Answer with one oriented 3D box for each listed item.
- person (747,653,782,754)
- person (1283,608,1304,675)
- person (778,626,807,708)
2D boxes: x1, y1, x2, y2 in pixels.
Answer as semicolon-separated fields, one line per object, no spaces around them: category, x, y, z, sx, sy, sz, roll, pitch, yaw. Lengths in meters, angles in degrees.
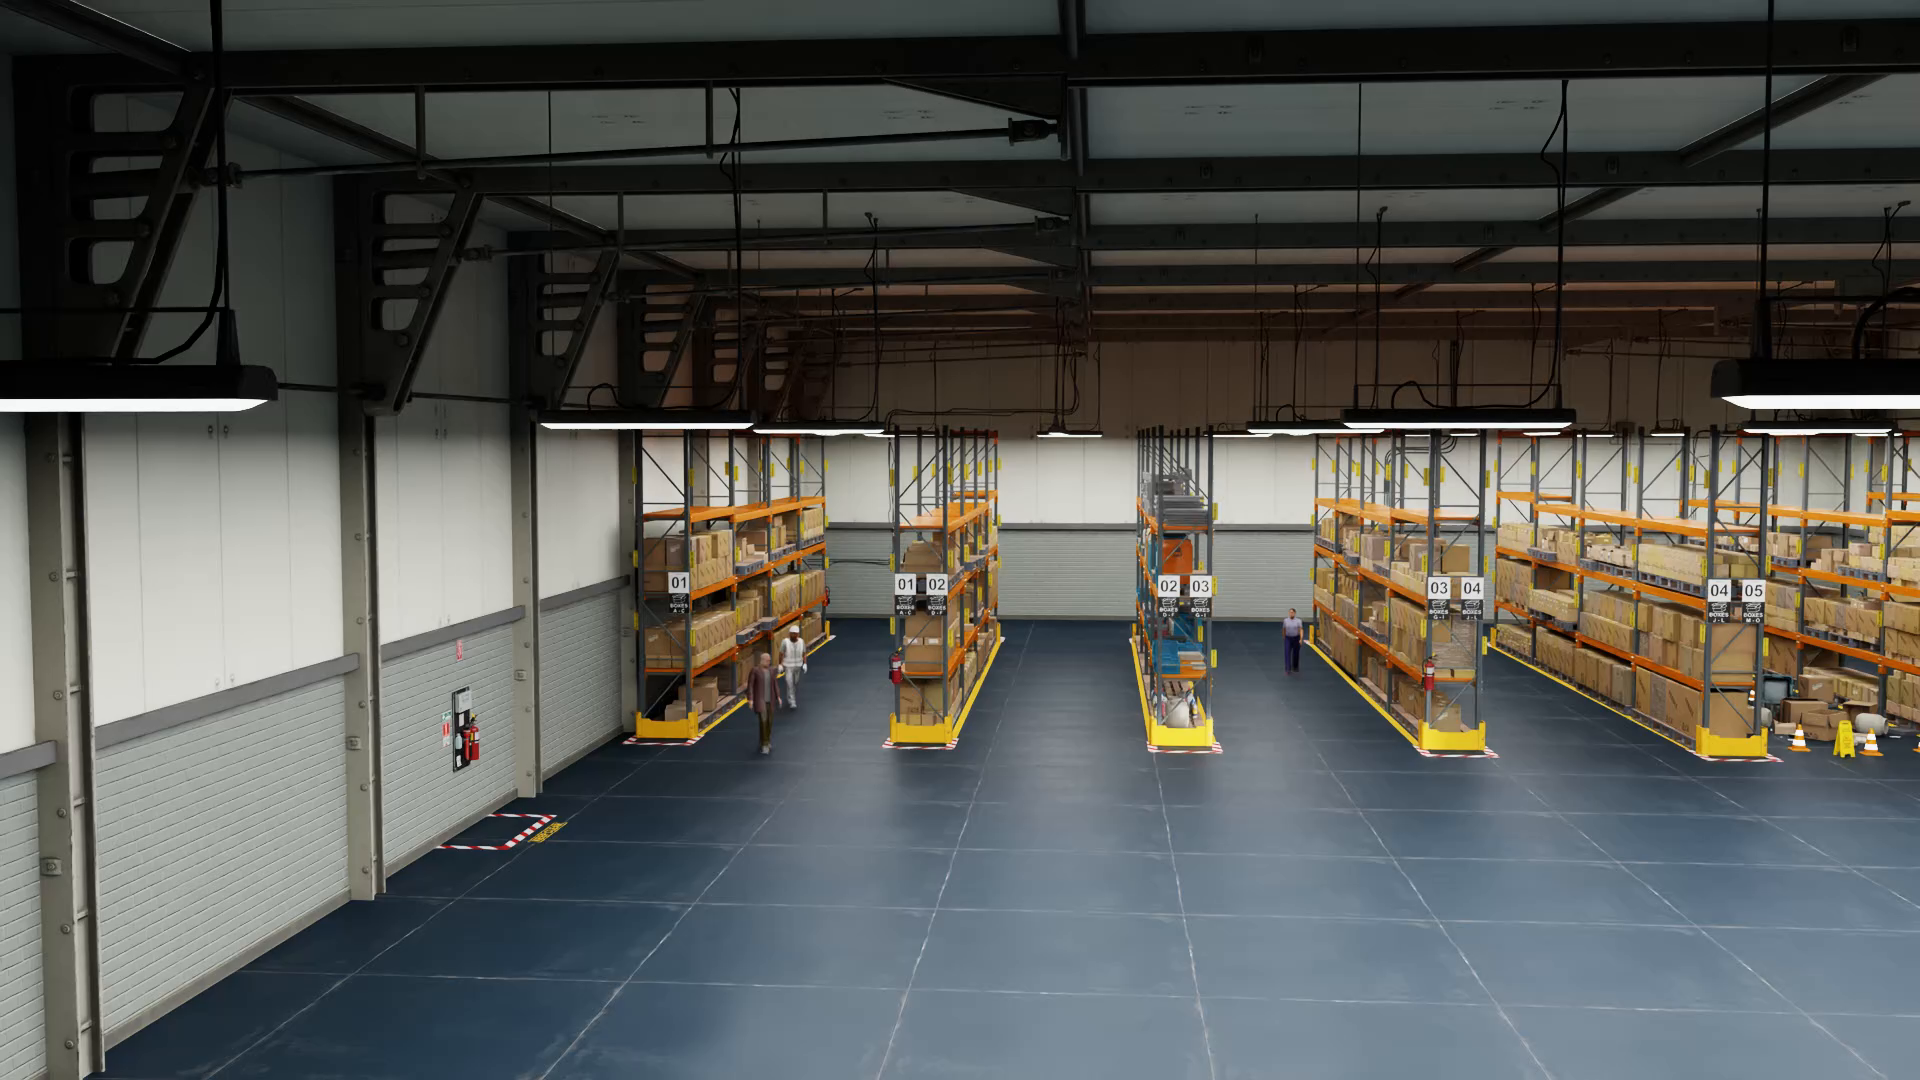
person;-3.576;3.015;30.683;0.611;1.839;0.647;-3;4;-39
person;8.128;2.463;40.591;0.501;1.596;0.940;1;4;13
person;-3.538;2.691;35.524;0.574;1.721;1.023;-2;4;-29
